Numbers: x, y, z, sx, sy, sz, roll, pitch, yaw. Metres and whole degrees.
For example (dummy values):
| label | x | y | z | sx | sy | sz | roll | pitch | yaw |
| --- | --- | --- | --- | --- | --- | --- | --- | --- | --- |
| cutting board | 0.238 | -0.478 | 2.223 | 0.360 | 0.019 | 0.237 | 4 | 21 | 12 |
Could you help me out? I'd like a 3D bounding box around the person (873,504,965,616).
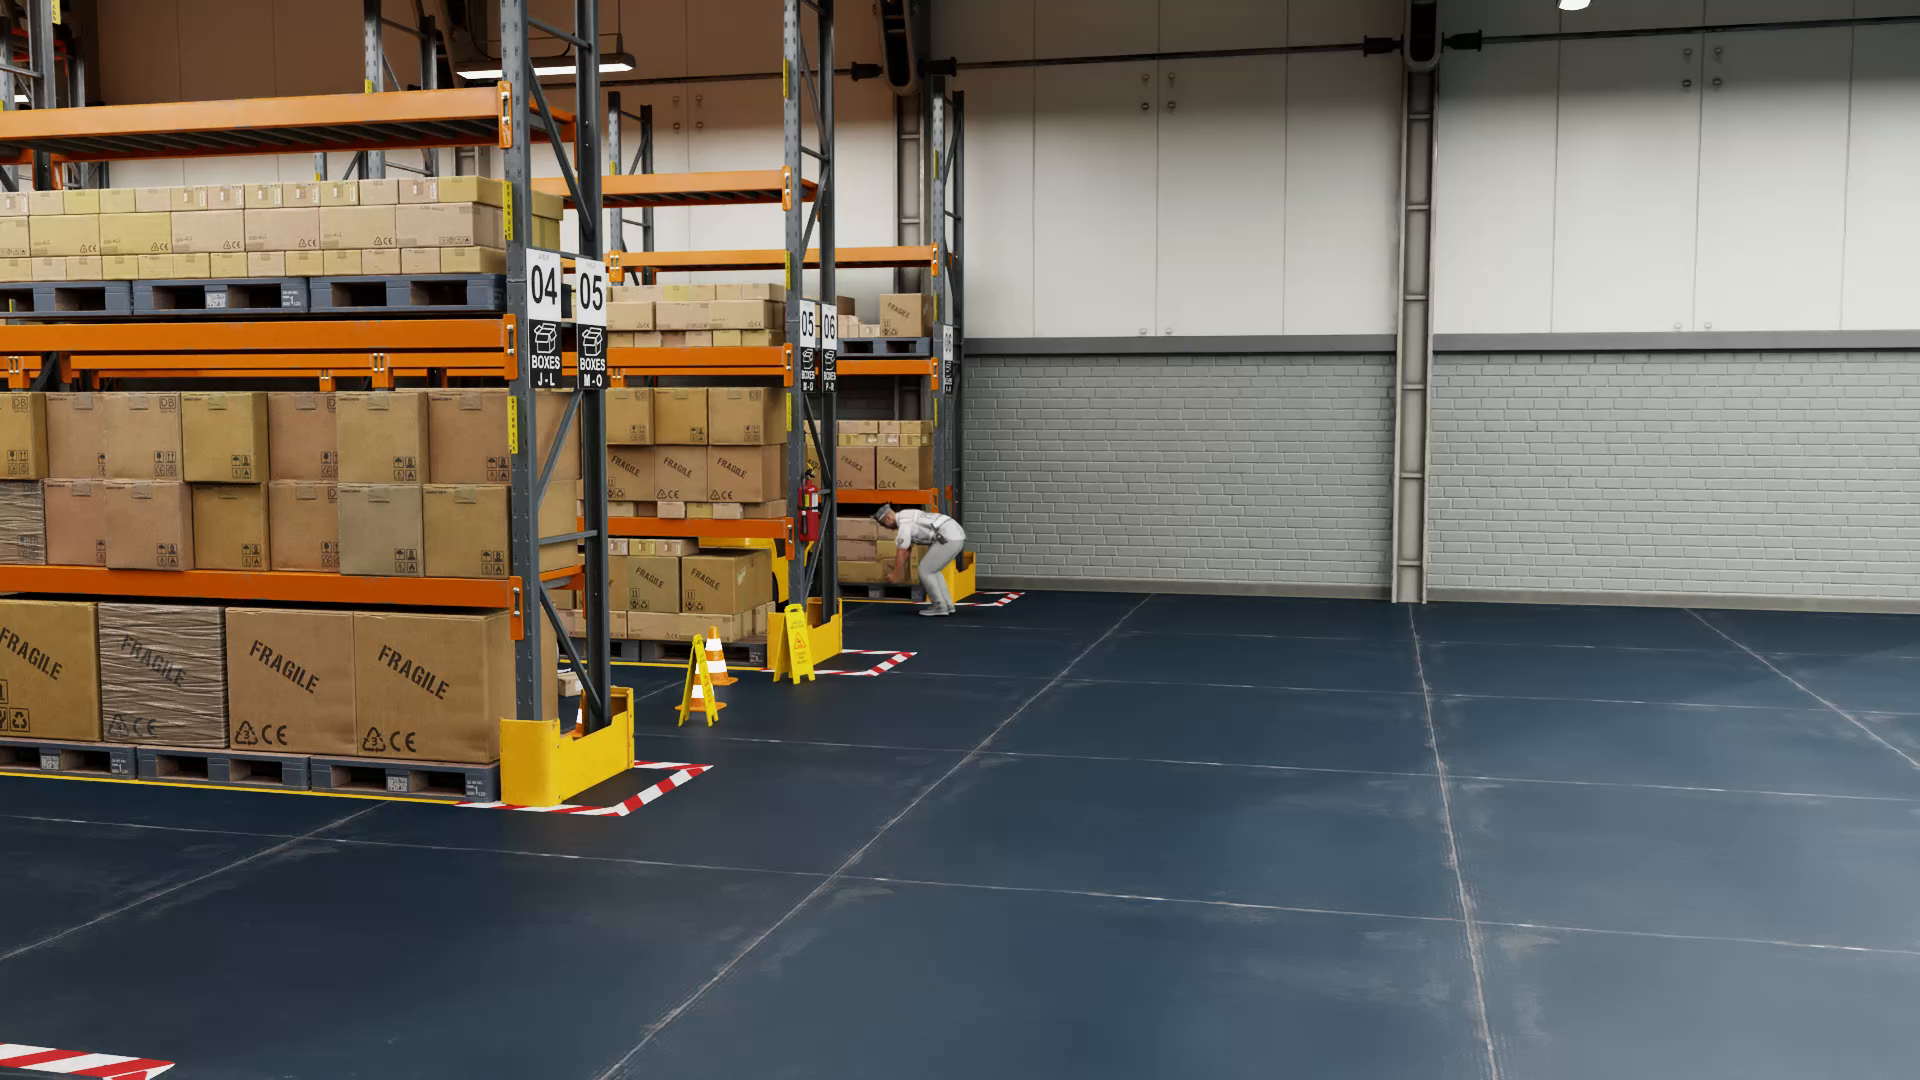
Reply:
| label | x | y | z | sx | sy | sz | roll | pitch | yaw |
| --- | --- | --- | --- | --- | --- | --- | --- | --- | --- |
| person | -0.454 | 0.212 | 18.219 | 1.022 | 1.209 | 0.516 | 1 | 5 | 11 |
